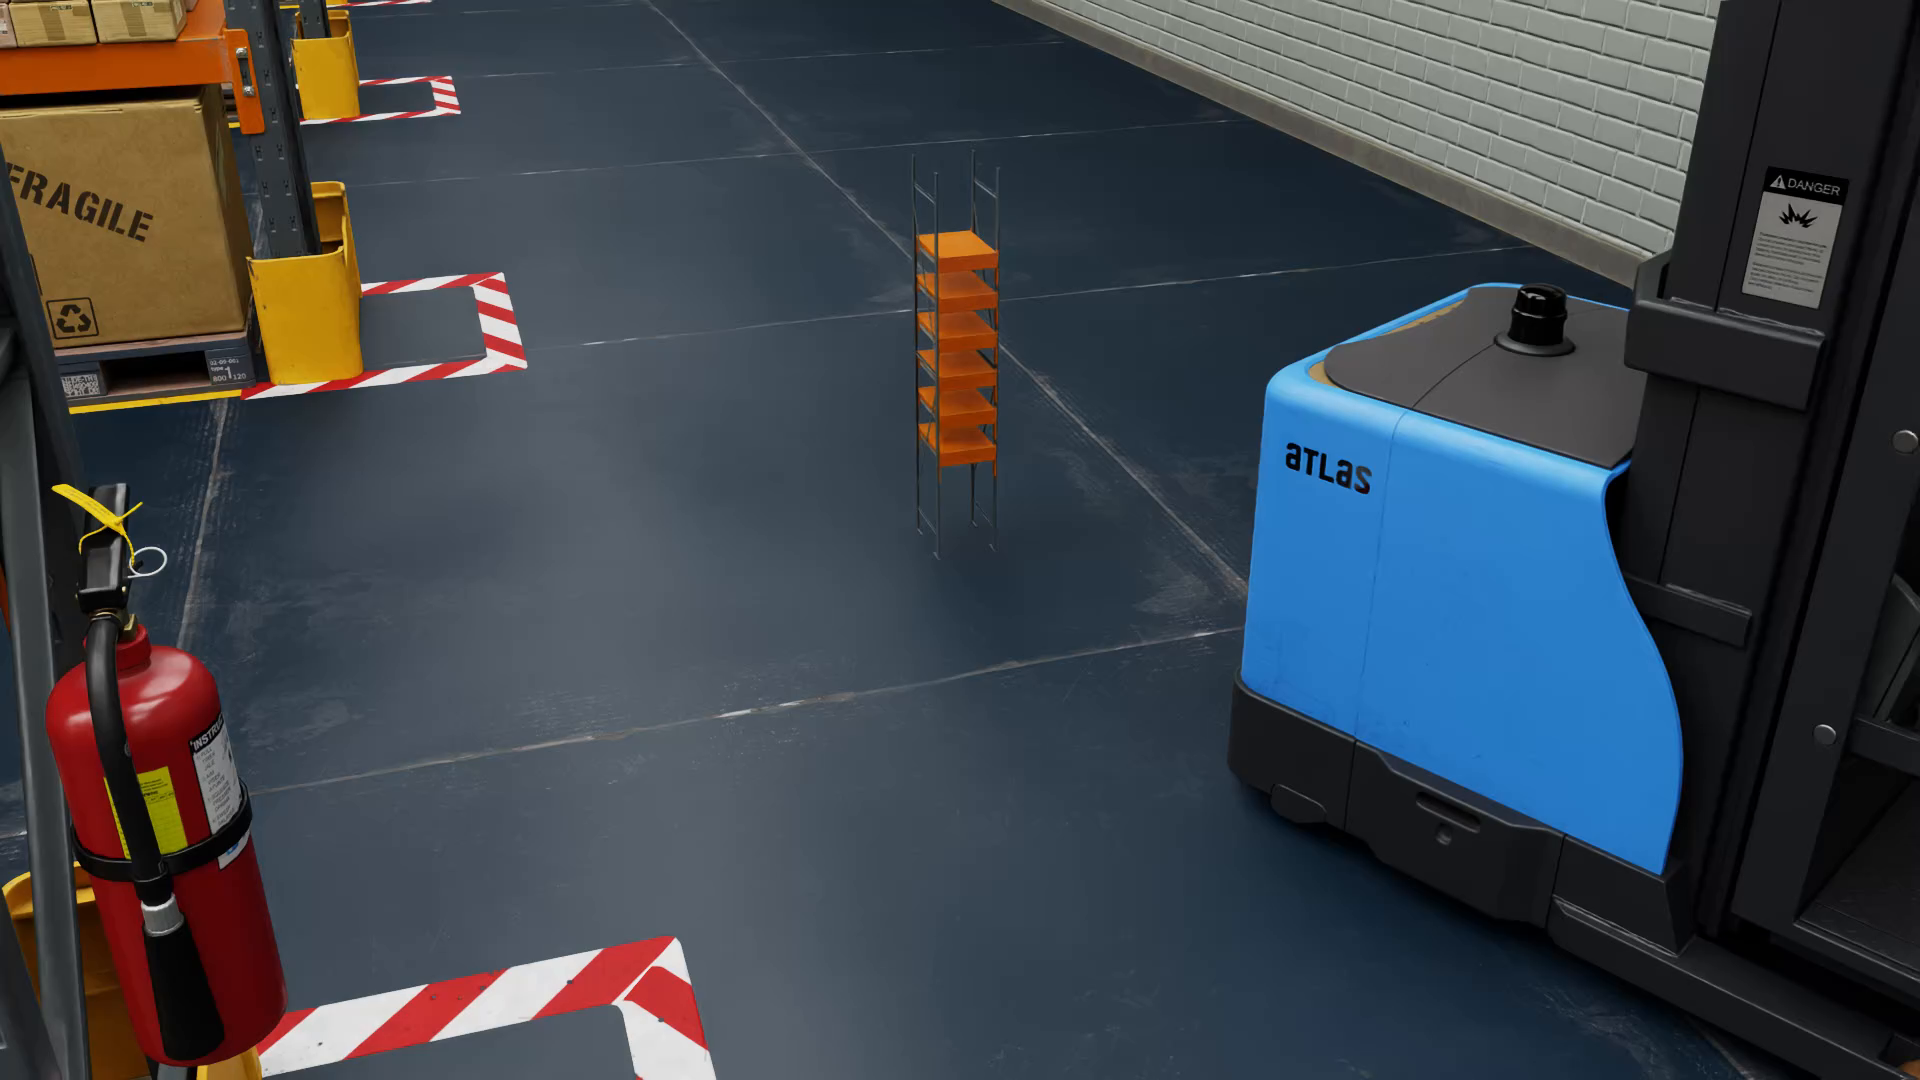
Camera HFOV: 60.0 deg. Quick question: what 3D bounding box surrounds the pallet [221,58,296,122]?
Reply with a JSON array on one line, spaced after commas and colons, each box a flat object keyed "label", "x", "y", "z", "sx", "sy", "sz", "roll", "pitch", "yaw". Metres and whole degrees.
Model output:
[{"label": "pallet", "x": -5.043, "y": -2.950, "z": 10.955, "sx": 1.213, "sy": 0.211, "sz": 1.003, "roll": -8, "pitch": 28, "yaw": -16}]

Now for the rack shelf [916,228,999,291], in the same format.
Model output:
[{"label": "rack shelf", "x": -0.014, "y": -0.818, "z": 4.839, "sx": 0.180, "sy": 0.103, "sz": 0.258, "roll": -8, "pitch": 28, "yaw": -16}]

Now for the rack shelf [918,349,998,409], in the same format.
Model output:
[{"label": "rack shelf", "x": -0.014, "y": -0.496, "z": 4.999, "sx": 0.180, "sy": 0.103, "sz": 0.258, "roll": -8, "pitch": 28, "yaw": -16}]

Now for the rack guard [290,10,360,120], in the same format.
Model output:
[{"label": "rack guard", "x": -4.228, "y": -3.185, "z": 11.104, "sx": 0.348, "sy": 0.500, "sz": 1.175, "roll": -8, "pitch": 28, "yaw": -16}]

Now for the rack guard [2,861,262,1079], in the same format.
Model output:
[{"label": "rack guard", "x": -1.345, "y": 1.039, "z": 2.595, "sx": 0.348, "sy": 0.500, "sz": 1.175, "roll": -8, "pitch": 28, "yaw": -16}]

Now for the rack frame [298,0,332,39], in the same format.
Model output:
[{"label": "rack frame", "x": -4.247, "y": -4.296, "z": 10.530, "sx": 0.127, "sy": 3.000, "sz": 1.000, "roll": -8, "pitch": 28, "yaw": -16}]

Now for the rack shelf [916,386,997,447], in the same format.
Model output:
[{"label": "rack shelf", "x": -0.014, "y": -0.388, "z": 5.052, "sx": 0.180, "sy": 0.103, "sz": 0.258, "roll": -8, "pitch": 28, "yaw": -16}]

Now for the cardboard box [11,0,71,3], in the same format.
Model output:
[{"label": "cardboard box", "x": -3.092, "y": -2.089, "z": 5.919, "sx": 0.500, "sy": 0.250, "sz": 0.500, "roll": -9, "pitch": 28, "yaw": -17}]

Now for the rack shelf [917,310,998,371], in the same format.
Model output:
[{"label": "rack shelf", "x": -0.014, "y": -0.603, "z": 4.946, "sx": 0.180, "sy": 0.103, "sz": 0.258, "roll": -8, "pitch": 28, "yaw": -16}]

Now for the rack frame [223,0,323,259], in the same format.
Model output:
[{"label": "rack frame", "x": -2.713, "y": -2.202, "z": 6.312, "sx": 0.127, "sy": 3.000, "sz": 1.000, "roll": -8, "pitch": 28, "yaw": -16}]

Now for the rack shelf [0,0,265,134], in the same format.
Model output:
[{"label": "rack shelf", "x": -4.615, "y": -1.604, "z": 5.917, "sx": 4.000, "sy": 0.370, "sz": 1.077, "roll": -8, "pitch": 28, "yaw": -16}]

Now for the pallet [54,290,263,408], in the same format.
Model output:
[{"label": "pallet", "x": -3.449, "y": -0.810, "z": 6.644, "sx": 1.213, "sy": 0.211, "sz": 1.003, "roll": -8, "pitch": 28, "yaw": -16}]

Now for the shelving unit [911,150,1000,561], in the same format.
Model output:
[{"label": "shelving unit", "x": -0.014, "y": -0.535, "z": 4.979, "sx": 0.189, "sy": 1.200, "sz": 0.258, "roll": -8, "pitch": 28, "yaw": -16}]

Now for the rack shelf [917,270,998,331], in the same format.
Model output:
[{"label": "rack shelf", "x": -0.014, "y": -0.711, "z": 4.892, "sx": 0.180, "sy": 0.103, "sz": 0.258, "roll": -8, "pitch": 28, "yaw": -16}]

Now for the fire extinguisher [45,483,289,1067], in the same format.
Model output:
[{"label": "fire extinguisher", "x": -0.891, "y": 0.271, "z": 1.837, "sx": 0.183, "sy": 0.674, "sz": 0.296, "roll": -8, "pitch": 28, "yaw": -16}]

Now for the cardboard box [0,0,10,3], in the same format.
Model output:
[{"label": "cardboard box", "x": -3.574, "y": -2.020, "z": 5.779, "sx": 0.500, "sy": 0.250, "sz": 0.500, "roll": -9, "pitch": 28, "yaw": -17}]

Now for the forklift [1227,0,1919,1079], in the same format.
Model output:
[{"label": "forklift", "x": 2.043, "y": -0.399, "z": 2.759, "sx": 3.031, "sy": 2.935, "sz": 1.130, "roll": 24, "pitch": 35, "yaw": 39}]

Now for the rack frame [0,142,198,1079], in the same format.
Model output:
[{"label": "rack frame", "x": -1.274, "y": -0.092, "z": 2.063, "sx": 0.053, "sy": 2.616, "sz": 0.949, "roll": -8, "pitch": 28, "yaw": -16}]

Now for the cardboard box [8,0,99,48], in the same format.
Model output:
[{"label": "cardboard box", "x": -3.196, "y": -1.865, "z": 5.915, "sx": 0.250, "sy": 0.149, "sz": 0.380, "roll": -8, "pitch": 27, "yaw": -16}]

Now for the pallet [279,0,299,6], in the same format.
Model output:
[{"label": "pallet", "x": -6.607, "y": -5.021, "z": 15.127, "sx": 1.213, "sy": 0.211, "sz": 1.003, "roll": -8, "pitch": 28, "yaw": -16}]

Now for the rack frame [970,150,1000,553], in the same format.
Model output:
[{"label": "rack frame", "x": 0.073, "y": -0.548, "z": 5.005, "sx": 0.006, "sy": 1.200, "sz": 0.240, "roll": -8, "pitch": 28, "yaw": -16}]

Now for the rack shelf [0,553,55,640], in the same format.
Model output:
[{"label": "rack shelf", "x": -3.175, "y": 0.507, "z": 1.665, "sx": 4.000, "sy": 0.370, "sz": 1.077, "roll": -8, "pitch": 28, "yaw": -16}]

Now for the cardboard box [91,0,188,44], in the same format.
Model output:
[{"label": "cardboard box", "x": -2.950, "y": -1.901, "z": 5.989, "sx": 0.250, "sy": 0.149, "sz": 0.380, "roll": -8, "pitch": 27, "yaw": -15}]

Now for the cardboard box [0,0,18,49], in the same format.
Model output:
[{"label": "cardboard box", "x": -3.437, "y": -1.830, "z": 5.846, "sx": 0.250, "sy": 0.149, "sz": 0.380, "roll": -8, "pitch": 28, "yaw": -16}]

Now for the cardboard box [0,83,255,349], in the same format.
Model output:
[{"label": "cardboard box", "x": -3.297, "y": -1.316, "z": 6.446, "sx": 0.875, "sy": 0.875, "sz": 0.875, "roll": -8, "pitch": 28, "yaw": -16}]

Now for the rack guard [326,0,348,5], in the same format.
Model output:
[{"label": "rack guard", "x": -5.849, "y": -5.261, "z": 15.285, "sx": 0.348, "sy": 0.500, "sz": 1.175, "roll": -8, "pitch": 28, "yaw": -16}]

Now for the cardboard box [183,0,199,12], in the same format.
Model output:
[{"label": "cardboard box", "x": -3.153, "y": -2.180, "z": 6.551, "sx": 0.250, "sy": 0.149, "sz": 0.380, "roll": -8, "pitch": 27, "yaw": -16}]

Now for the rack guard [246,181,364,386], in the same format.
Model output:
[{"label": "rack guard", "x": -2.690, "y": -1.086, "z": 6.875, "sx": 0.348, "sy": 0.500, "sz": 1.175, "roll": -8, "pitch": 28, "yaw": -16}]

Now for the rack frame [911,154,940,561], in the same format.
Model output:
[{"label": "rack frame", "x": -0.101, "y": -0.523, "z": 4.954, "sx": 0.006, "sy": 1.200, "sz": 0.240, "roll": -8, "pitch": 28, "yaw": -16}]

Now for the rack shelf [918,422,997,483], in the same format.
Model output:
[{"label": "rack shelf", "x": -0.014, "y": -0.281, "z": 5.106, "sx": 0.180, "sy": 0.103, "sz": 0.258, "roll": -8, "pitch": 28, "yaw": -16}]
